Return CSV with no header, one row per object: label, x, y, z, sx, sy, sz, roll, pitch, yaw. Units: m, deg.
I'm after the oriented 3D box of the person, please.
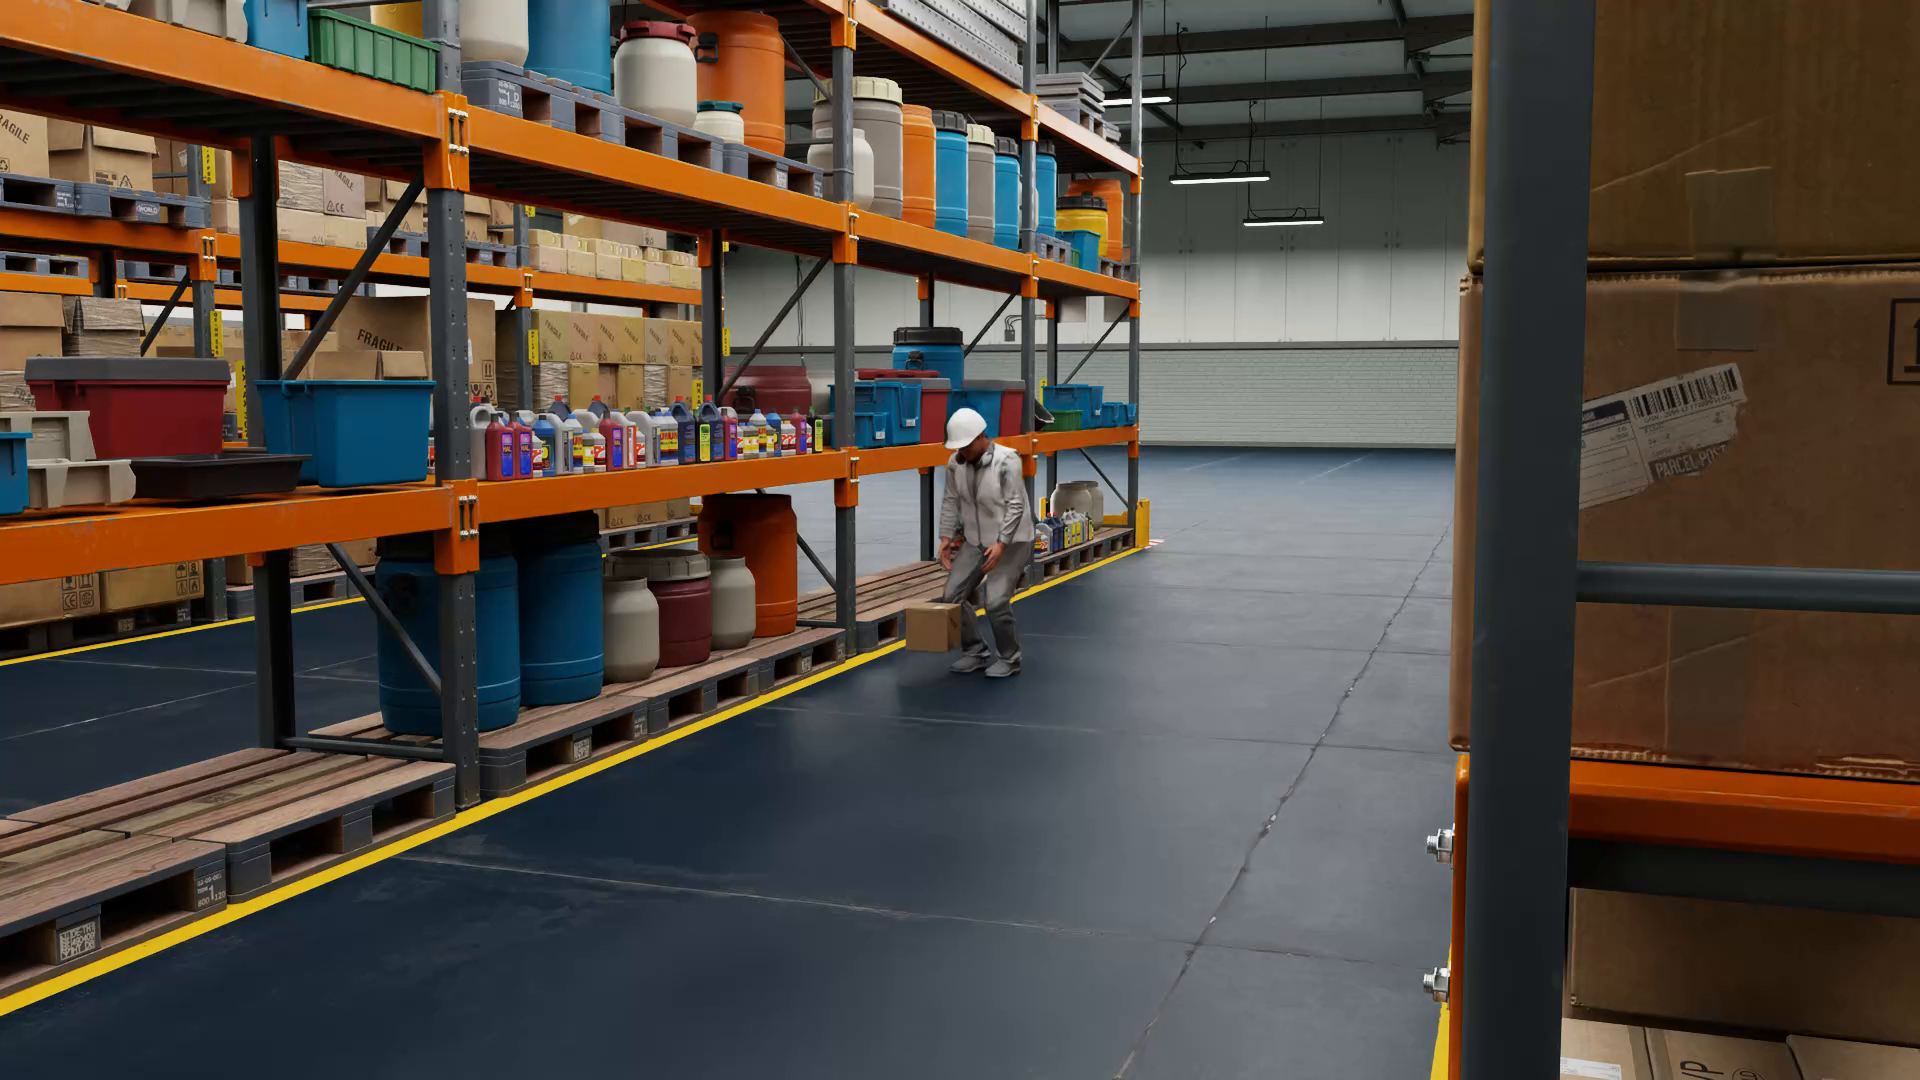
person,0.157,0.013,9.801,0.586,1.584,0.649,4,7,41
